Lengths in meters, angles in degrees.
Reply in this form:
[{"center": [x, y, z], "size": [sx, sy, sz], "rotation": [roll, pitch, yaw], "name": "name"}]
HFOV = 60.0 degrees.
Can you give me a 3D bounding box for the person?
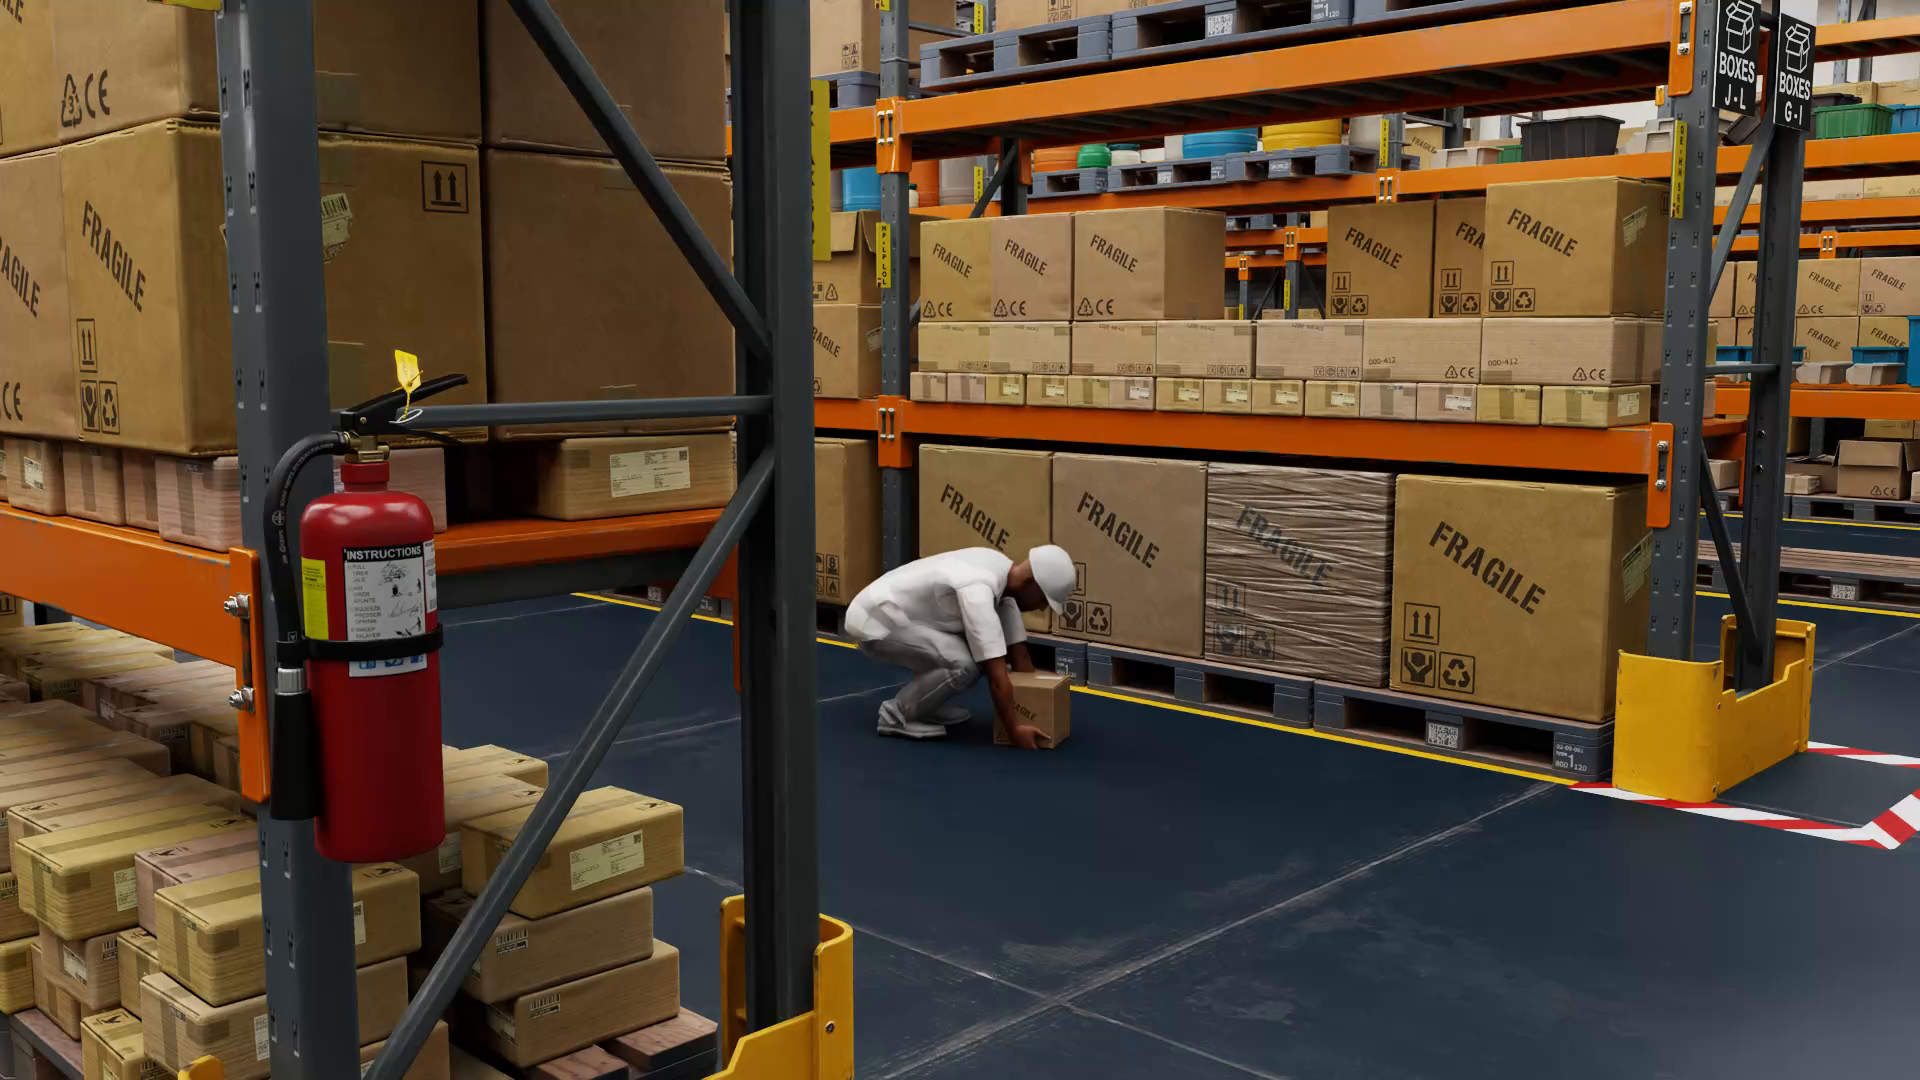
[{"center": [0.011, 0.435, 6.871], "size": [0.946, 0.859, 0.532], "rotation": [2, 7, 18], "name": "person"}]
